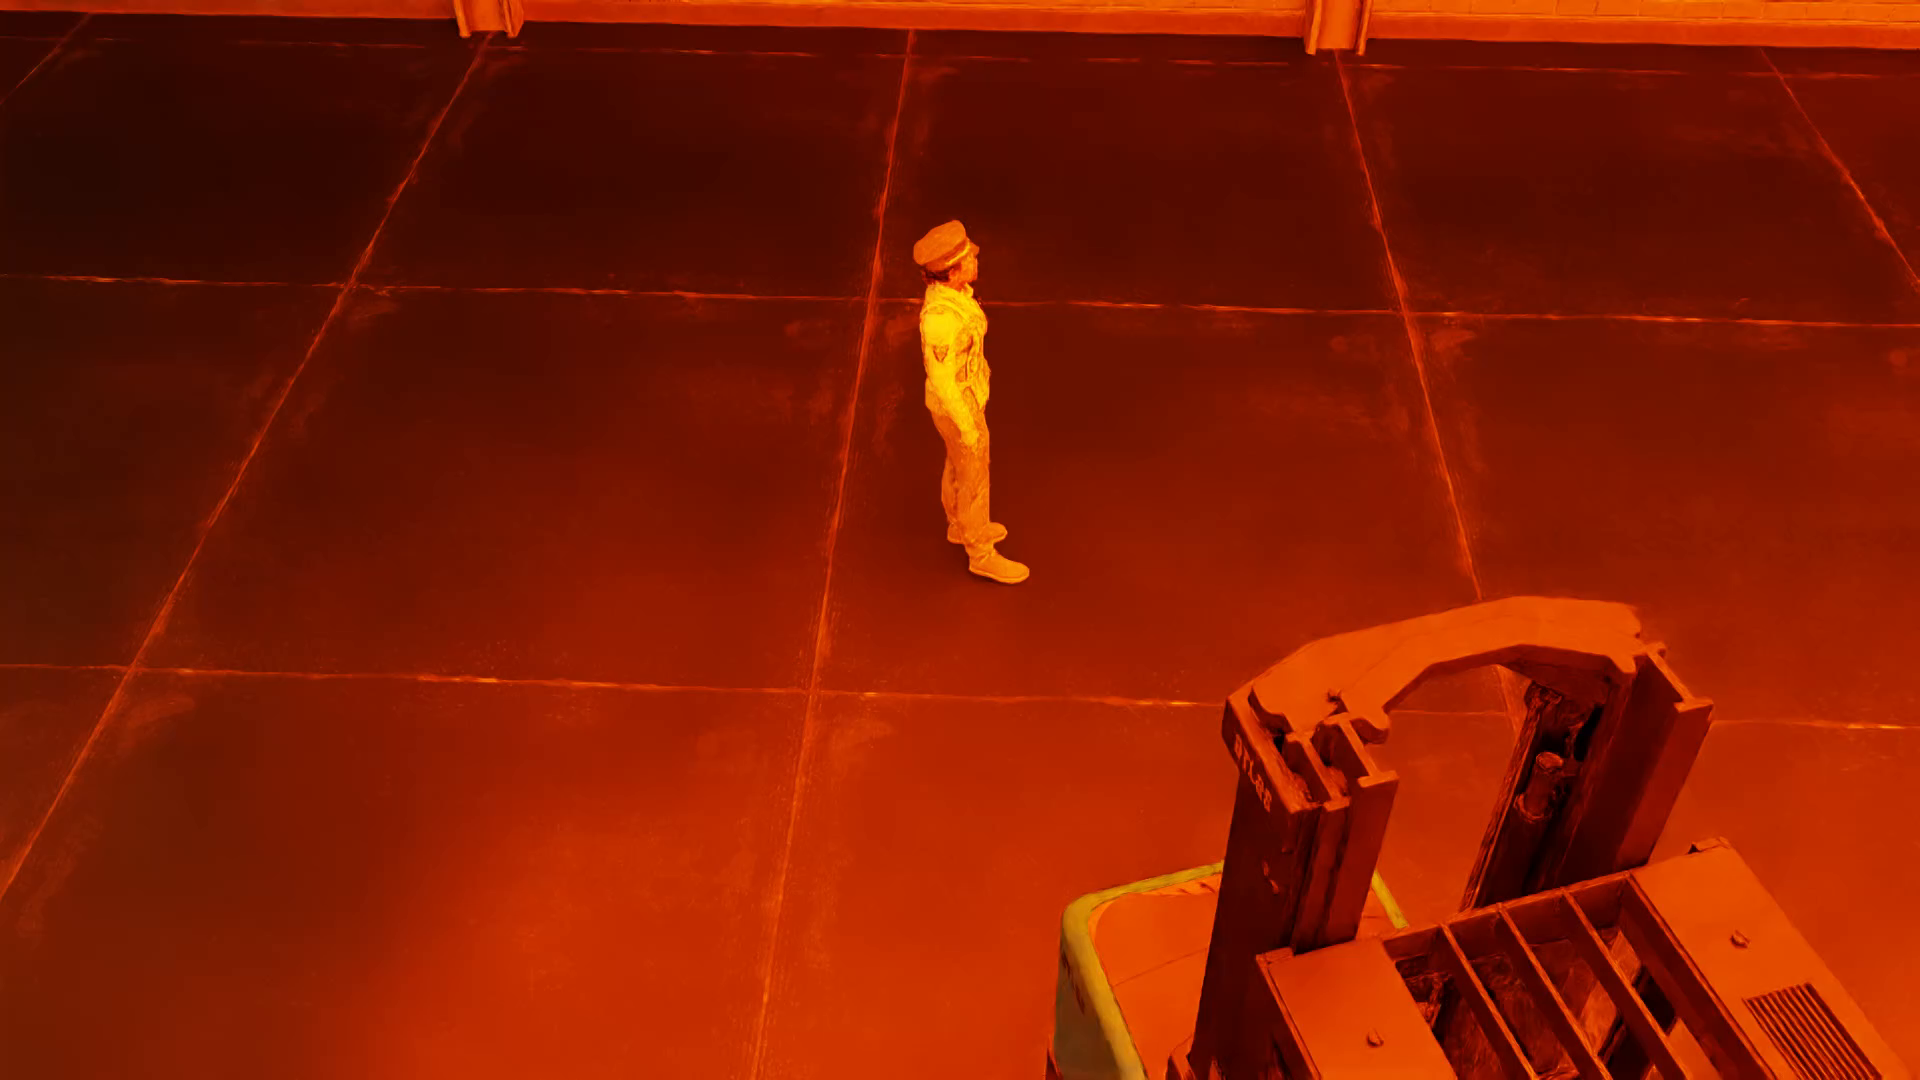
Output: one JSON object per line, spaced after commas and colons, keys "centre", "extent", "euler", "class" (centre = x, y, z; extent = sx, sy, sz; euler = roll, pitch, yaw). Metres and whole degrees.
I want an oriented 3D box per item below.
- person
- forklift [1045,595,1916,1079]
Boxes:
{"centre": [0.067, -0.625, 7.332], "extent": [0.532, 1.695, 0.586], "euler": [2, 42, 2], "class": "person"}
{"centre": [1.193, 1.683, 3.898], "extent": [1.130, 2.935, 3.031], "euler": [-11, 44, -12], "class": "forklift"}
